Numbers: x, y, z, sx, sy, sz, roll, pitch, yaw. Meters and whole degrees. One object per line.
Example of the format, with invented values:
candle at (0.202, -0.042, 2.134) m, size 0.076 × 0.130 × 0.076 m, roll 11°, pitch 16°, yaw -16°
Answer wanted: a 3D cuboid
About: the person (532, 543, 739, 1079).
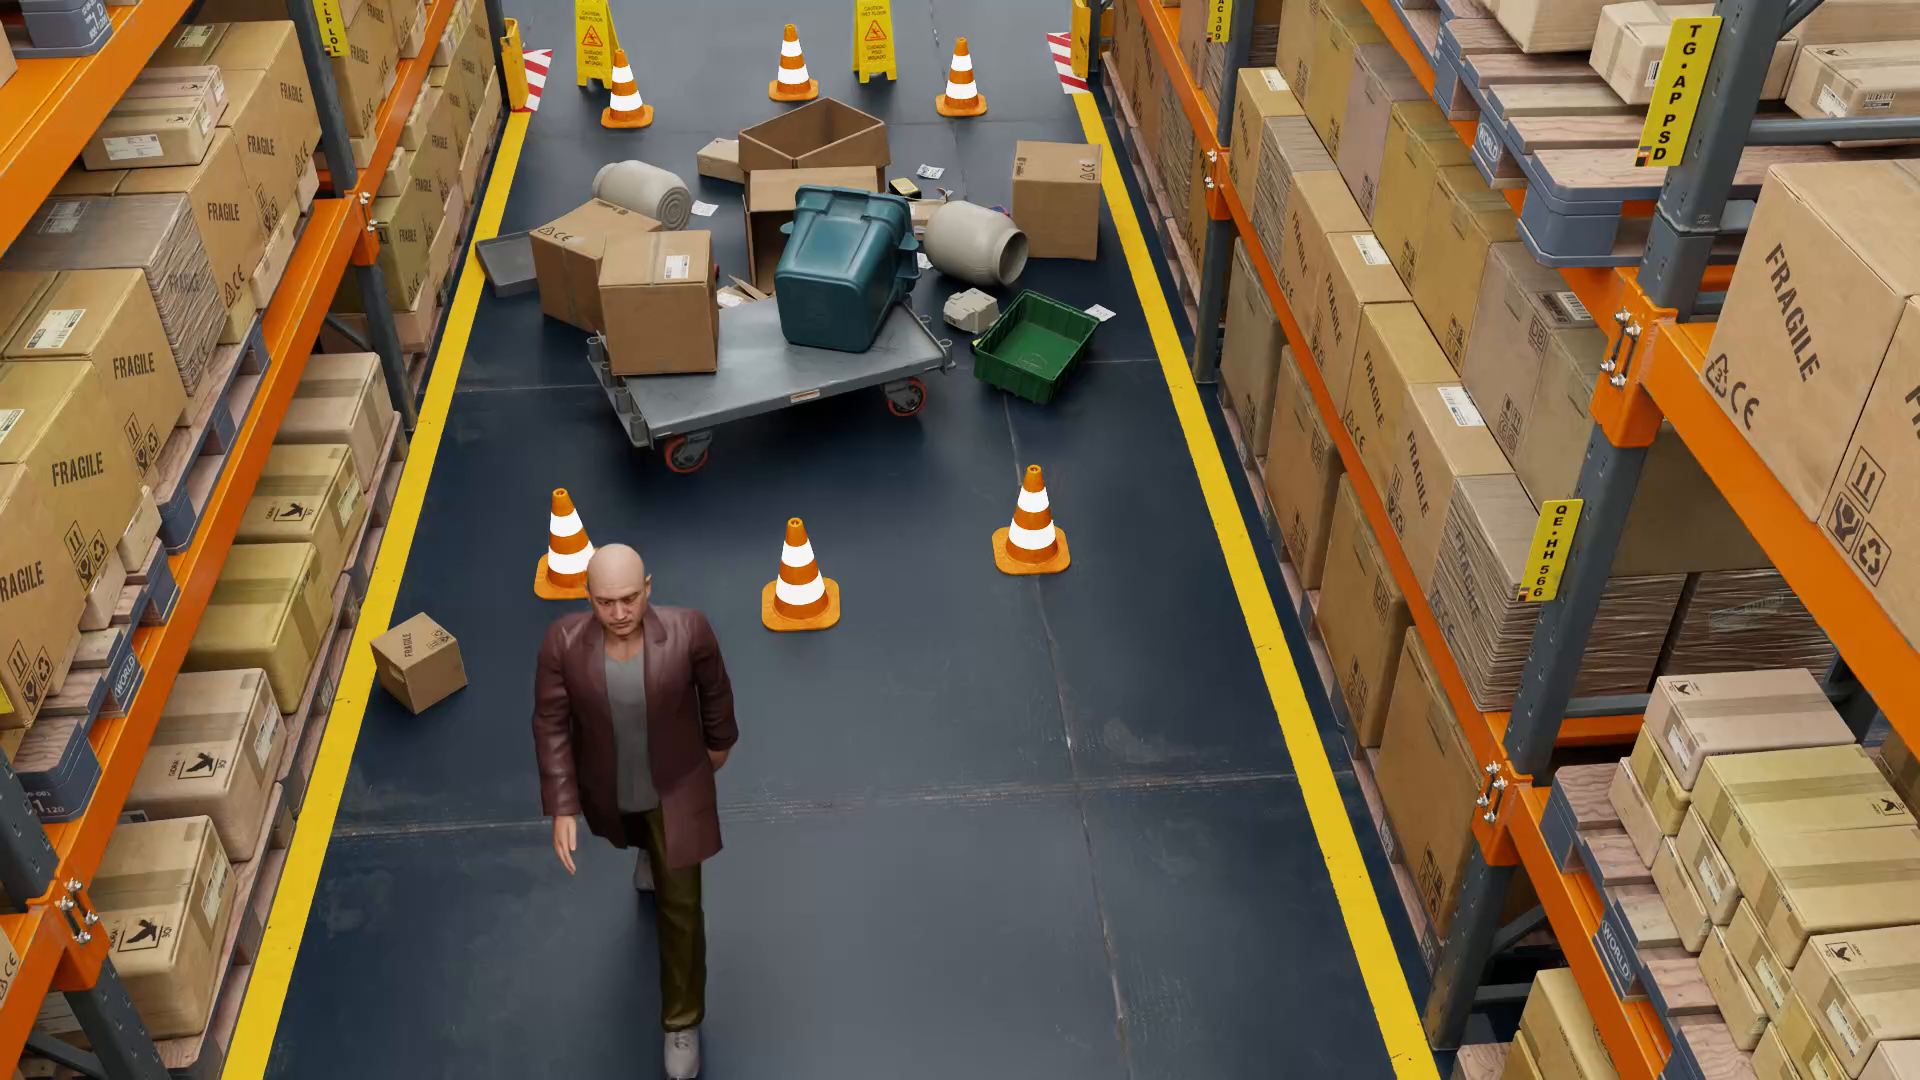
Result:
person at (-1.007, 0.757, 5.223) m, size 0.587 × 1.720 × 1.161 m, roll -1°, pitch 39°, yaw -1°
